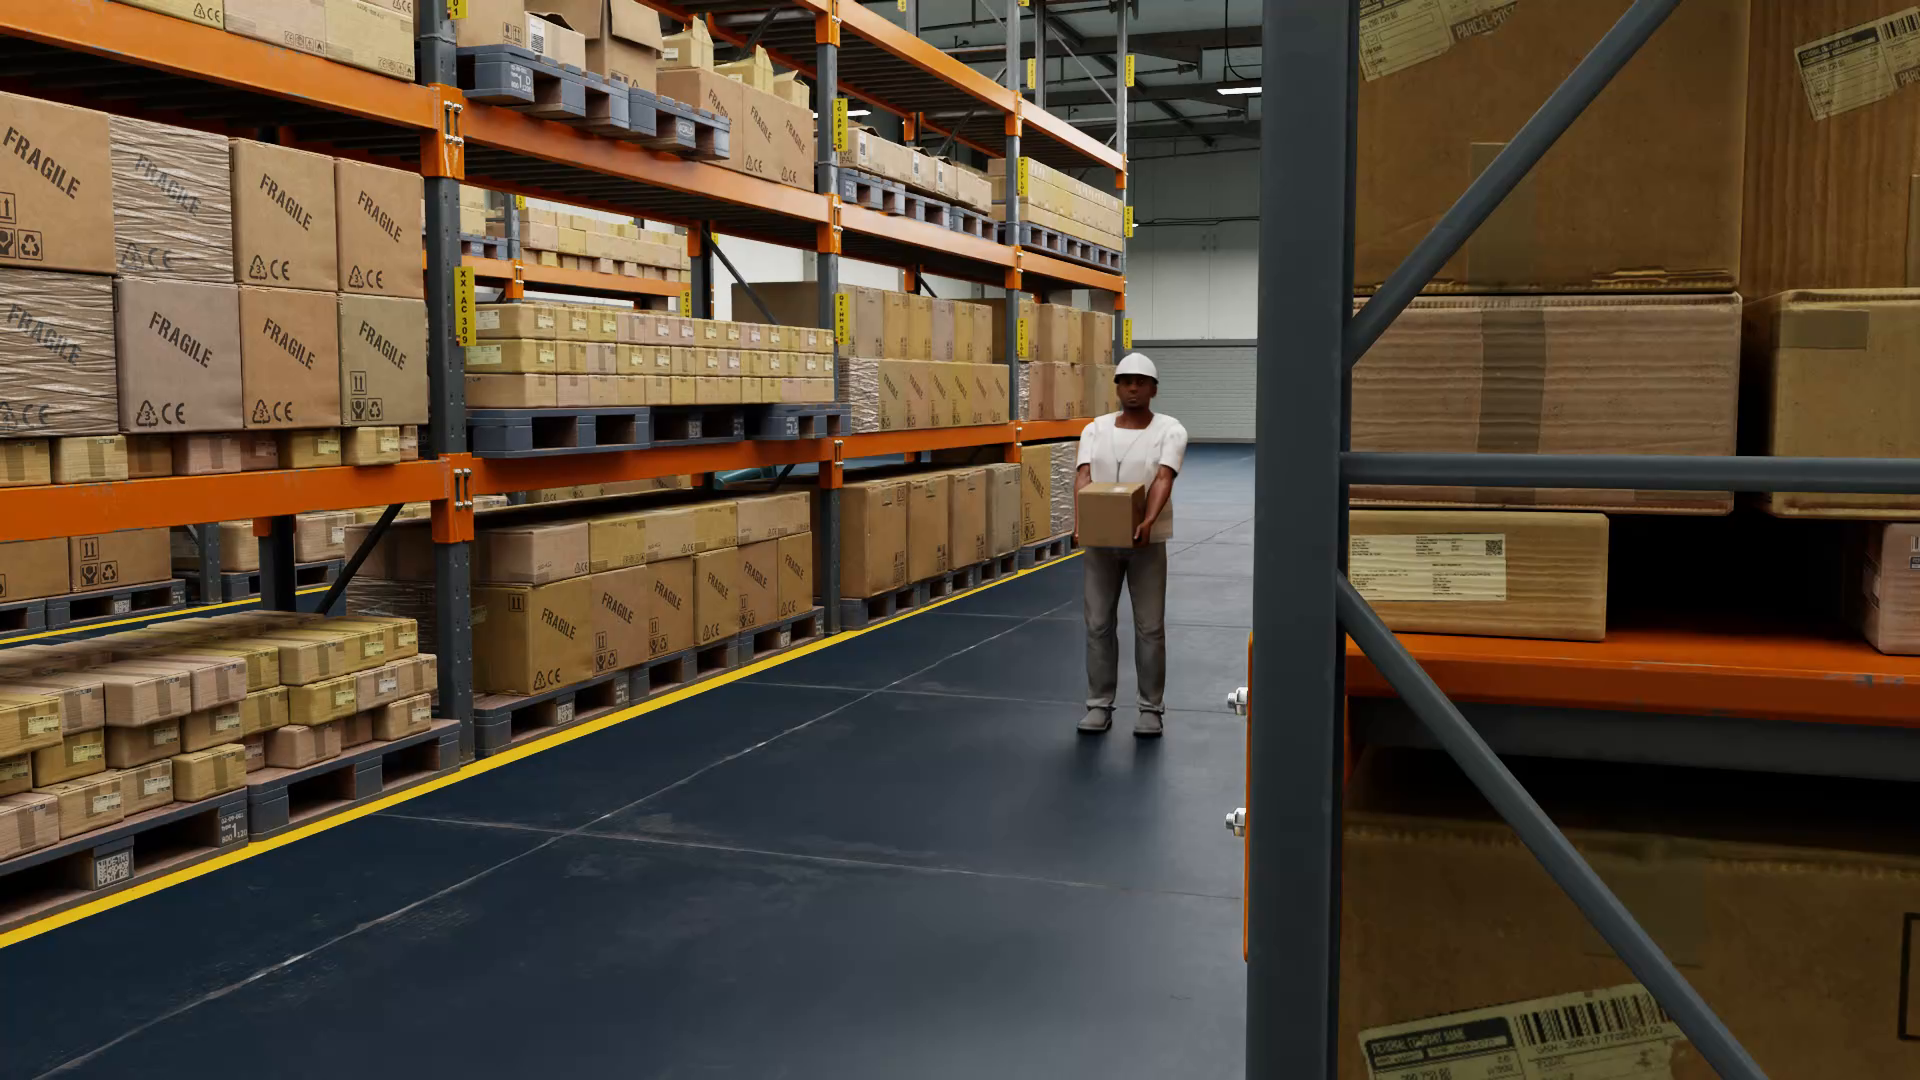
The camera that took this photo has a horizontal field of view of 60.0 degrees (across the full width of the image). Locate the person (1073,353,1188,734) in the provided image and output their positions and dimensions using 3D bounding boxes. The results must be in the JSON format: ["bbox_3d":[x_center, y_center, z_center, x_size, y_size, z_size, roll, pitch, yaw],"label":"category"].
[{"bbox_3d":[0.760,0.022,7.661,0.503,1.760,0.576,2,5,20],"label":"person"}]
